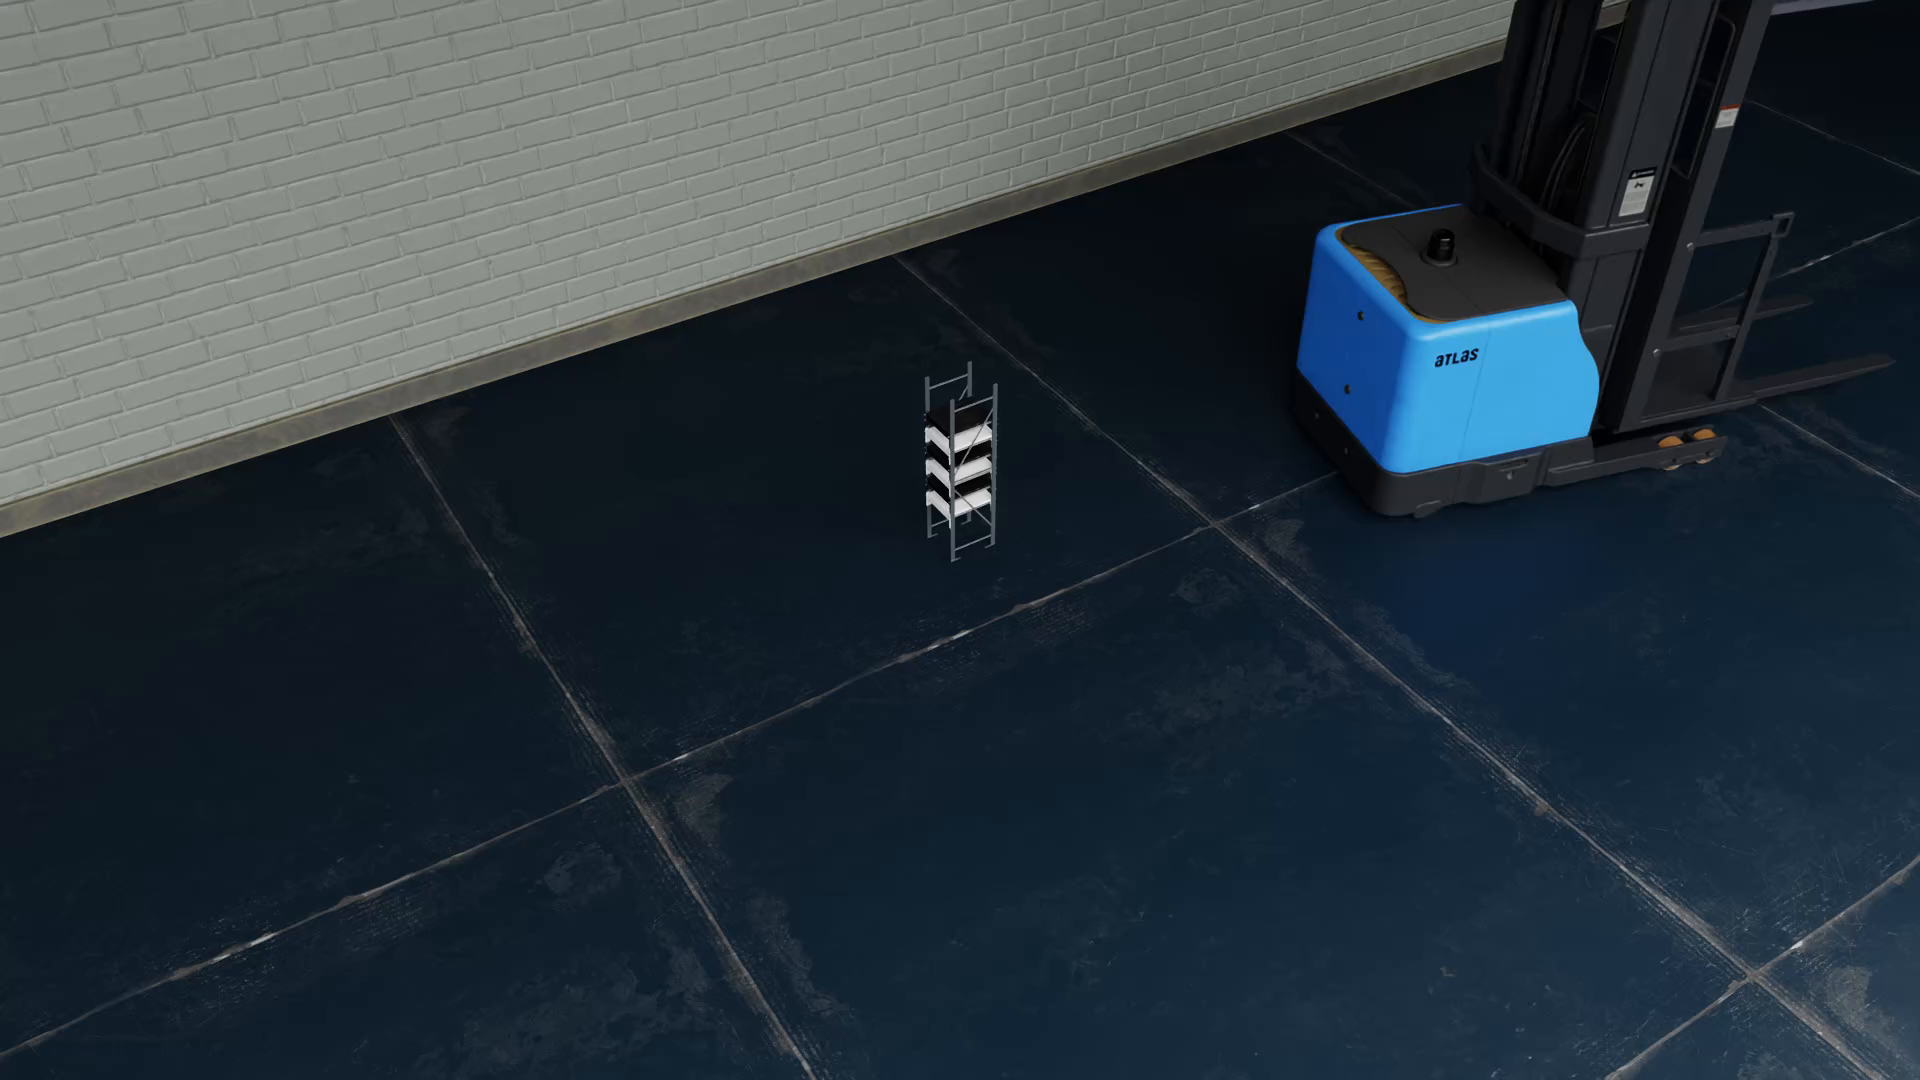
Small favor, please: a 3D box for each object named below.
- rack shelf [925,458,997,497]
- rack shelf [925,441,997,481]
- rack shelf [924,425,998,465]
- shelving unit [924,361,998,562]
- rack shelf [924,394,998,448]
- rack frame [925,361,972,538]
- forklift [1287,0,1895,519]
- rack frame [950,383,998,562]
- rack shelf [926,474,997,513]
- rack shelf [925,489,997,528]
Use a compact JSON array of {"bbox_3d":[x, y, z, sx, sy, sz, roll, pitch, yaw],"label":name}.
[{"bbox_3d":[0.004,-0.316,7.478,0.258,0.077,0.200,-22,45,-24],"label":"rack shelf"},{"bbox_3d":[0.004,-0.385,7.420,0.258,0.077,0.200,-22,45,-24],"label":"rack shelf"},{"bbox_3d":[0.004,-0.454,7.363,0.258,0.077,0.200,-22,45,-24],"label":"rack shelf"},{"bbox_3d":[0.004,-0.341,7.457,0.258,0.900,0.210,-22,45,-24],"label":"shelving unit"},{"bbox_3d":[0.004,-0.523,7.305,0.258,0.077,0.200,-22,45,-24],"label":"rack shelf"},{"bbox_3d":[-0.050,-0.396,7.523,0.240,0.900,0.006,-22,45,-24],"label":"rack frame"},{"bbox_3d":[3.241,-1.778,7.594,3.031,2.935,1.130,-12,41,-14],"label":"forklift"},{"bbox_3d":[0.059,-0.286,7.391,0.240,0.900,0.006,-22,45,-24],"label":"rack frame"},{"bbox_3d":[0.004,-0.247,7.536,0.258,0.077,0.200,-22,45,-24],"label":"rack shelf"},{"bbox_3d":[0.004,-0.177,7.593,0.258,0.077,0.200,-22,45,-24],"label":"rack shelf"}]
